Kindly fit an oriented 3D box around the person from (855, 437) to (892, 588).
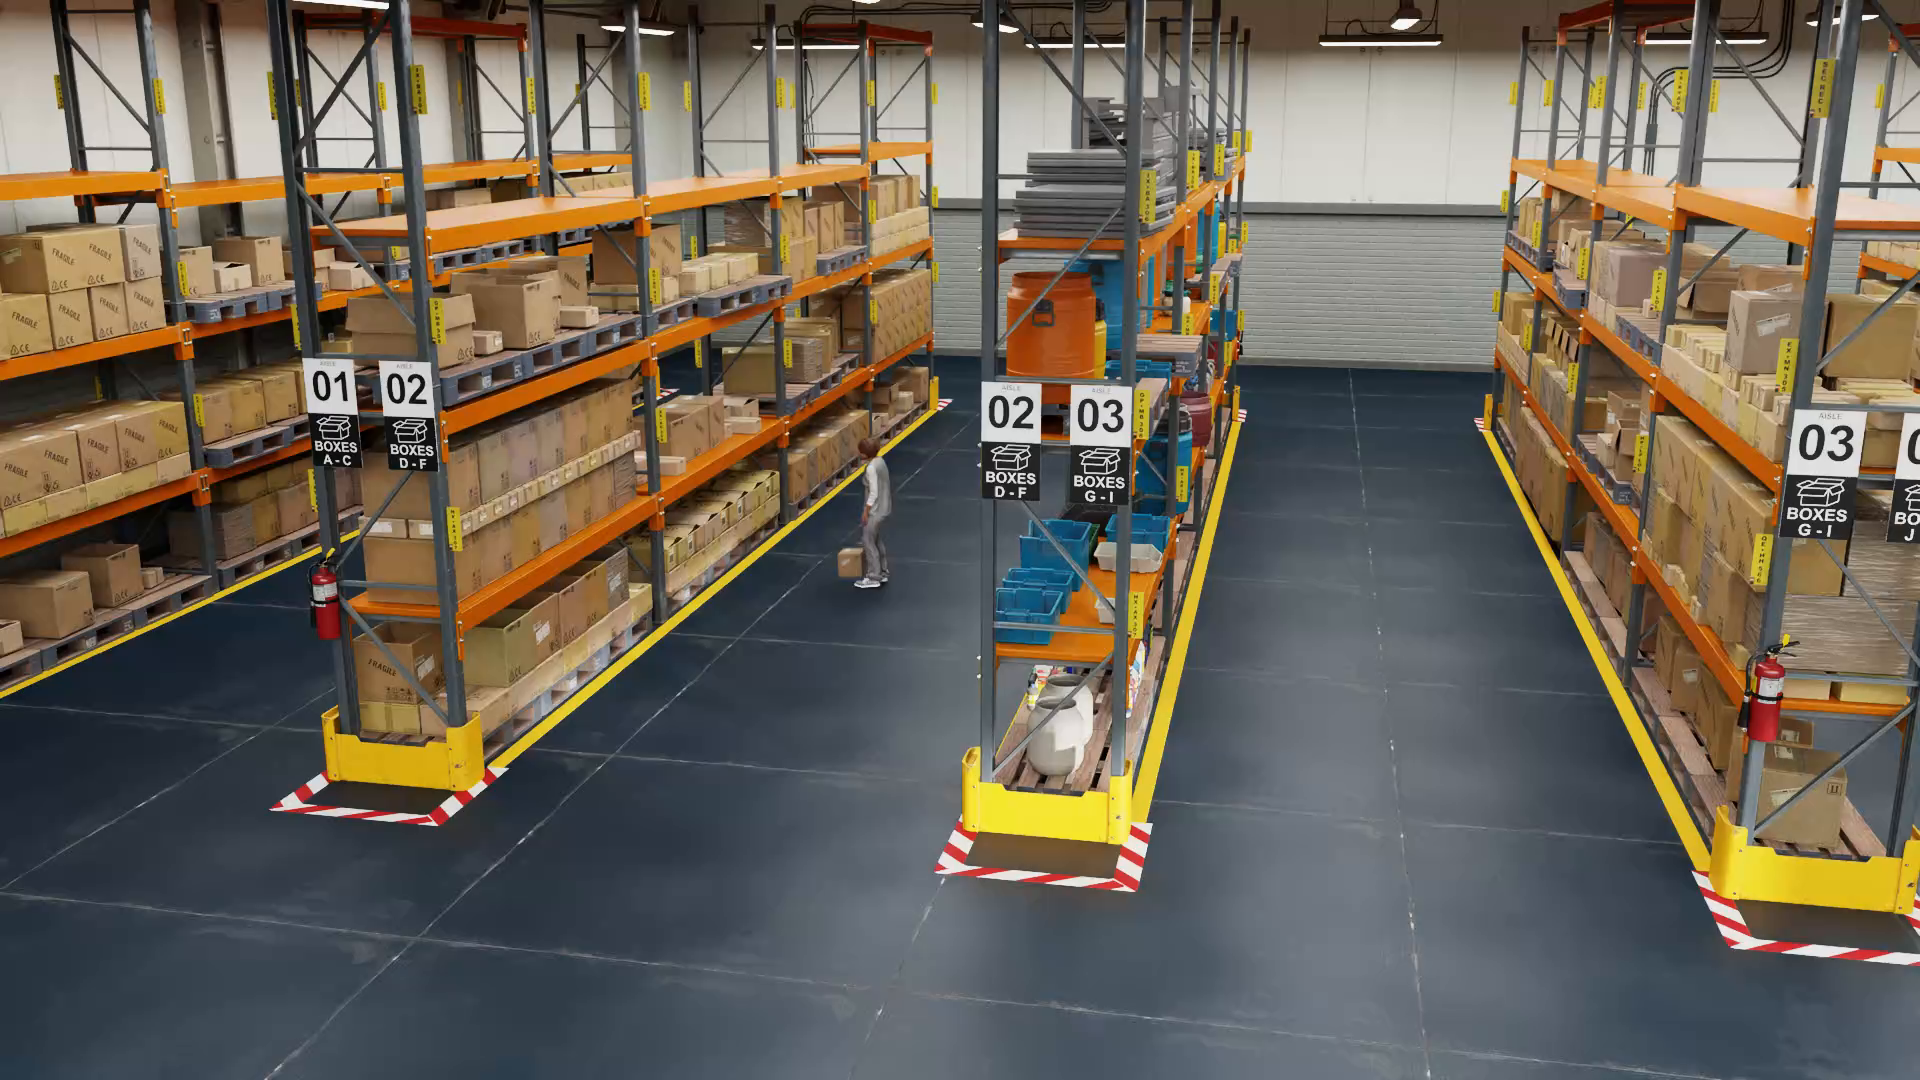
[{"bbox_3d":[-0.910,-0.295,17.424,0.374,1.595,0.458,3,15,9],"label":"person"}]
